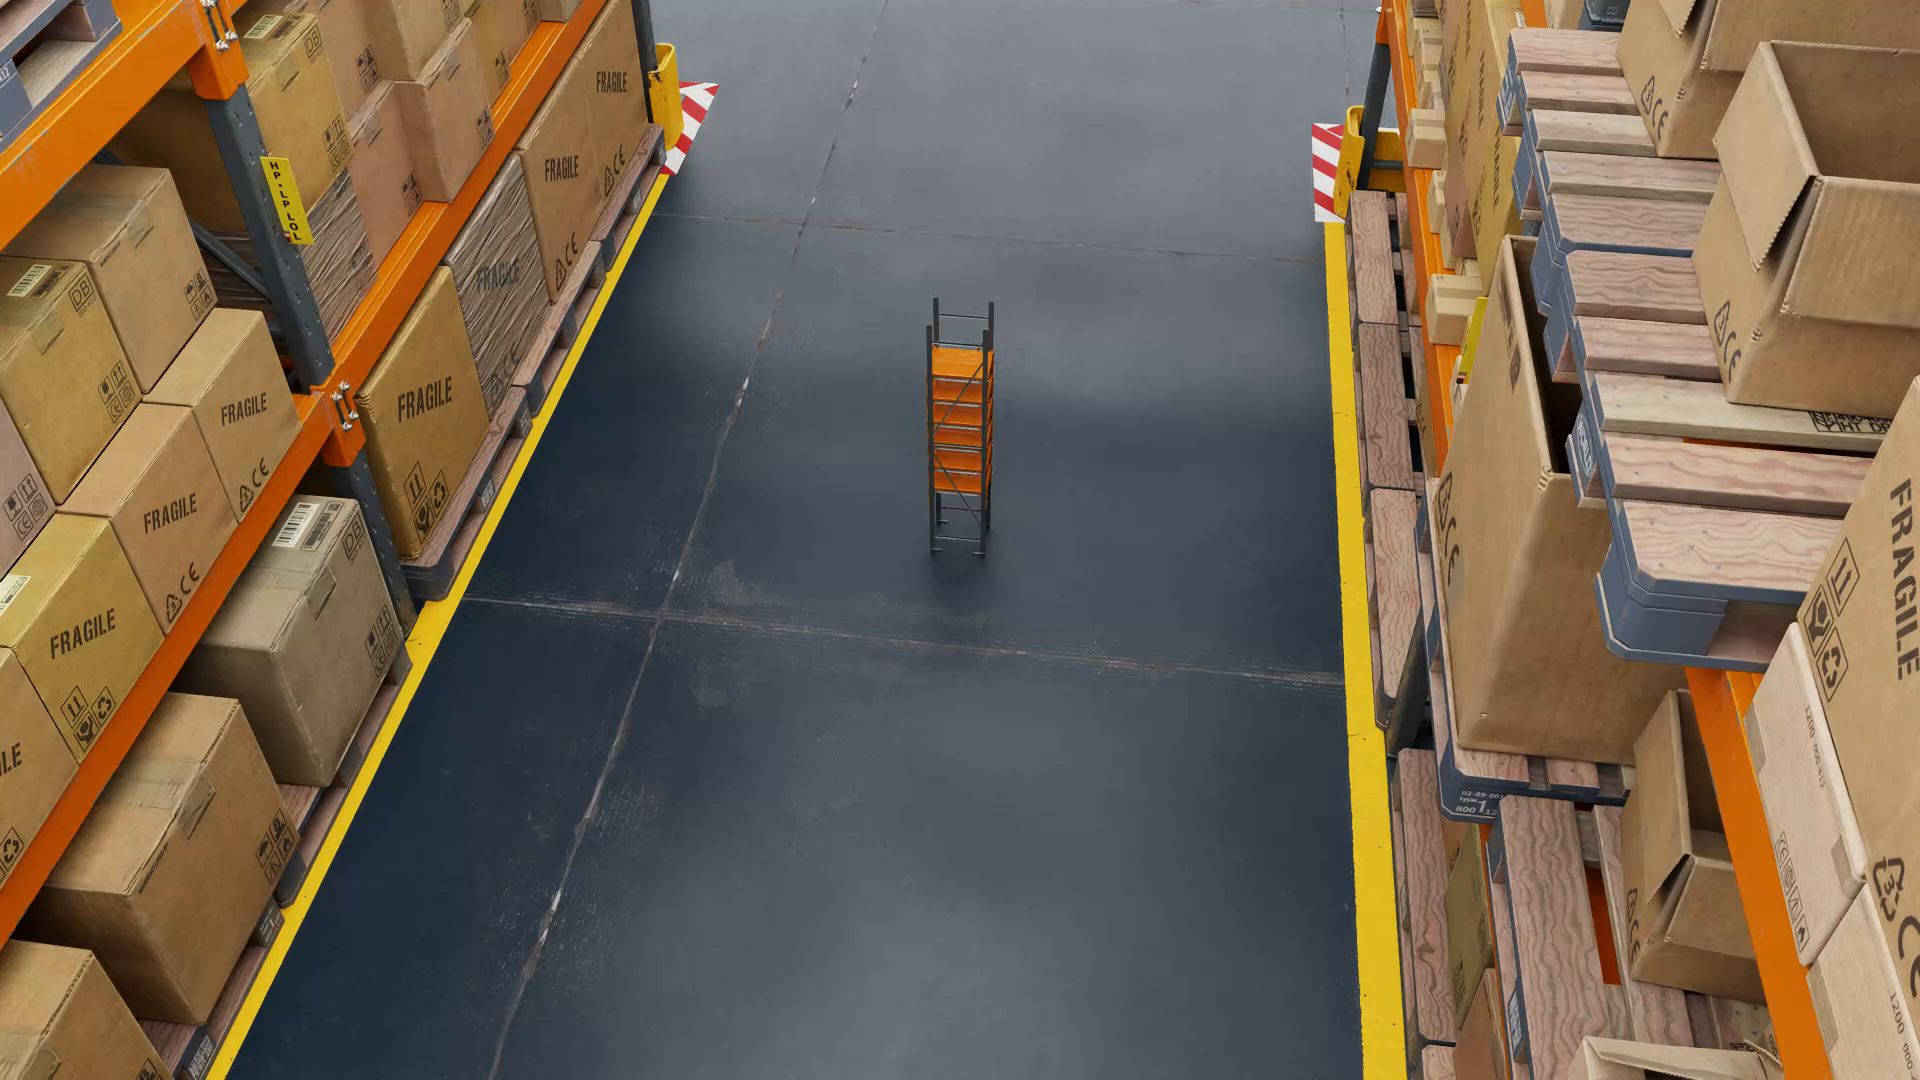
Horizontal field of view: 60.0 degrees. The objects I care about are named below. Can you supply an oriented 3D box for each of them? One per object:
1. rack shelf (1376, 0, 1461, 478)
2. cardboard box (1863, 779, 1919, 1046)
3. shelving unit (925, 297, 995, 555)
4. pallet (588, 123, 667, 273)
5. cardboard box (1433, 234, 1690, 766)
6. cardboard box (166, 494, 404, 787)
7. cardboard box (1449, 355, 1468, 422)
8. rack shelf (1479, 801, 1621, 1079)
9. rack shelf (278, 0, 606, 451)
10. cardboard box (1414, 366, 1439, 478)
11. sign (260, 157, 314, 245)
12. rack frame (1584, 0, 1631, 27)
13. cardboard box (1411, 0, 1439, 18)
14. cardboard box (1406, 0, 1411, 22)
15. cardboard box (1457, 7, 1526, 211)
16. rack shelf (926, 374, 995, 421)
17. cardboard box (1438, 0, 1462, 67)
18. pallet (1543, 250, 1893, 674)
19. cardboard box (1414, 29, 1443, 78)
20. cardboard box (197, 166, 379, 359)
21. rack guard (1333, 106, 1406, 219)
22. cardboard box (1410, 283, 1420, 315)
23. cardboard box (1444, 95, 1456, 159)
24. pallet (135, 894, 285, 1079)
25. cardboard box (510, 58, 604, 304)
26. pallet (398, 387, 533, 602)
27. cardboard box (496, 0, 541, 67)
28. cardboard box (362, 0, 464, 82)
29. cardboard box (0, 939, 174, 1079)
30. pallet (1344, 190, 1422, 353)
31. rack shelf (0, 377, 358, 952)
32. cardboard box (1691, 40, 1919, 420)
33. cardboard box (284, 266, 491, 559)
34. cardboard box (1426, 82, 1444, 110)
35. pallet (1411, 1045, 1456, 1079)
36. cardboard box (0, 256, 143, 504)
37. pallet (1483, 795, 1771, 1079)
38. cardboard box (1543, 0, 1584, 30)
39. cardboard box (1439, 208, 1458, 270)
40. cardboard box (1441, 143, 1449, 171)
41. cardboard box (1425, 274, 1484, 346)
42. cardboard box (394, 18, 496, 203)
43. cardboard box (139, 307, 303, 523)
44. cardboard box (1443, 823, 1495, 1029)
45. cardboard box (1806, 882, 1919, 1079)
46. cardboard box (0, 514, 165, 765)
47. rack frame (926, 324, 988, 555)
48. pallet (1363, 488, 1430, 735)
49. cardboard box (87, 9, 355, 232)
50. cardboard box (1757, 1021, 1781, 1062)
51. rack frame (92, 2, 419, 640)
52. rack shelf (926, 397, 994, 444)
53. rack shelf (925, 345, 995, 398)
[{"bbox_3d":[2.407,-1.349,7.039,1.077,0.370,4.000,5,44,6],"label":"rack shelf"},{"bbox_3d":[1.486,0.473,1.973,0.500,0.500,0.500,5,44,5],"label":"cardboard box"},{"bbox_3d":[0.002,-0.446,6.870,0.258,1.200,0.189,5,44,6],"label":"shelving unit"},{"bbox_3d":[-2.260,-1.929,9.156,1.003,0.211,1.213,5,44,6],"label":"pallet"},{"bbox_3d":[1.899,-0.089,4.443,1.000,1.000,1.000,6,44,6],"label":"cardboard box"},{"bbox_3d":[-2.753,0.328,6.074,1.050,0.750,0.750,5,44,5],"label":"cardboard box"},{"bbox_3d":[1.922,-0.499,5.800,0.380,0.149,0.250,5,44,6],"label":"cardboard box"},{"bbox_3d":[1.879,1.377,4.160,1.077,0.370,4.000,5,44,6],"label":"rack shelf"},{"bbox_3d":[-2.496,-1.869,7.588,1.077,0.370,4.000,5,44,6],"label":"rack shelf"},{"bbox_3d":[2.308,-0.583,7.218,0.500,0.500,0.500,2,43,2],"label":"cardboard box"},{"bbox_3d":[-2.221,-1.116,5.485,0.100,0.325,0.005,5,44,6],"label":"sign"},{"bbox_3d":[2.143,-2.426,3.289,1.000,3.000,0.127,5,44,6],"label":"rack frame"},{"bbox_3d":[2.572,-2.746,7.701,0.875,0.500,0.500,5,44,6],"label":"cardboard box"},{"bbox_3d":[2.346,-2.541,7.957,0.380,0.149,0.250,5,44,6],"label":"cardboard box"},{"bbox_3d":[1.994,-1.427,5.582,0.500,0.500,0.500,5,44,6],"label":"cardboard box"},{"bbox_3d":[0.002,-0.588,6.736,0.258,0.103,0.180,5,44,6],"label":"rack shelf"},{"bbox_3d":[2.131,-2.109,6.301,0.500,0.500,0.500,5,44,6],"label":"cardboard box"},{"bbox_3d":[1.822,-0.150,3.204,1.213,0.211,1.003,5,44,6],"label":"pallet"},{"bbox_3d":[2.285,-2.200,7.597,0.380,0.149,0.250,5,44,6],"label":"cardboard box"},{"bbox_3d":[-2.723,-1.074,6.116,0.875,0.550,0.550,5,44,6],"label":"cardboard box"},{"bbox_3d":[2.662,-2.014,9.036,1.175,0.500,0.348,5,44,6],"label":"rack guard"},{"bbox_3d":[2.528,-1.384,8.065,0.500,0.500,0.500,16,46,16],"label":"cardboard box"},{"bbox_3d":[2.438,-1.717,6.615,0.875,0.500,0.500,5,44,6],"label":"cardboard box"},{"bbox_3d":[-2.946,1.612,5.416,1.003,0.211,1.213,5,44,6],"label":"pallet"},{"bbox_3d":[-2.370,-1.806,8.238,0.875,0.875,0.875,5,44,5],"label":"cardboard box"},{"bbox_3d":[-2.582,-0.266,7.399,1.003,0.211,1.213,5,44,6],"label":"pallet"},{"bbox_3d":[-2.485,-2.544,7.668,0.875,0.550,0.550,5,44,6],"label":"cardboard box"},{"bbox_3d":[-2.512,-2.203,6.523,0.875,0.550,0.550,5,44,6],"label":"cardboard box"},{"bbox_3d":[-3.007,1.620,4.710,1.050,0.750,0.750,6,44,6],"label":"cardboard box"},{"bbox_3d":[2.519,-1.359,8.554,1.003,0.211,1.213,5,44,6],"label":"pallet"},{"bbox_3d":[-3.025,0.857,4.709,1.077,0.370,4.000,5,44,6],"label":"rack shelf"},{"bbox_3d":[1.859,-0.573,3.134,0.797,0.503,0.637,7,44,7],"label":"cardboard box"},{"bbox_3d":[-2.608,-0.570,6.933,0.875,0.875,0.875,6,44,6],"label":"cardboard box"},{"bbox_3d":[2.239,-1.857,7.235,0.380,0.149,0.250,5,44,6],"label":"cardboard box"},{"bbox_3d":[1.883,2.130,4.870,1.003,0.211,1.213,5,44,6],"label":"pallet"},{"bbox_3d":[-2.886,-0.477,4.794,0.700,0.500,0.500,5,44,5],"label":"cardboard box"},{"bbox_3d":[1.835,1.195,3.968,1.003,0.211,1.213,5,44,6],"label":"pallet"},{"bbox_3d":[1.944,-1.617,4.725,0.500,0.250,0.500,7,44,7],"label":"cardboard box"},{"bbox_3d":[2.094,-1.177,6.516,0.380,0.149,0.250,5,44,6],"label":"cardboard box"},{"bbox_3d":[2.202,-1.514,6.872,0.380,0.149,0.250,5,44,6],"label":"cardboard box"},{"bbox_3d":[1.938,-0.844,6.165,0.380,0.149,0.250,5,44,6],"label":"cardboard box"},{"bbox_3d":[-2.485,-1.808,6.891,0.875,0.550,0.550,5,44,6],"label":"cardboard box"},{"bbox_3d":[-2.564,-0.424,5.465,0.500,0.500,0.500,5,44,5],"label":"cardboard box"},{"bbox_3d":[1.959,1.240,5.279,0.700,0.500,0.500,5,44,5],"label":"cardboard box"},{"bbox_3d":[1.486,0.758,2.217,0.500,0.250,0.500,5,44,5],"label":"cardboard box"},{"bbox_3d":[-2.698,0.265,4.738,0.500,0.500,0.500,6,44,6],"label":"cardboard box"},{"bbox_3d":[-0.010,-0.383,6.804,0.240,1.200,0.006,5,44,6],"label":"rack frame"},{"bbox_3d":[2.197,0.304,6.797,1.003,0.211,1.213,5,44,6],"label":"pallet"},{"bbox_3d":[-2.677,-1.462,5.740,0.875,0.550,0.550,5,44,6],"label":"cardboard box"},{"bbox_3d":[2.064,1.259,3.564,0.500,0.250,0.500,4,44,4],"label":"cardboard box"},{"bbox_3d":[-2.760,-0.767,5.901,1.000,3.000,0.127,5,44,6],"label":"rack frame"},{"bbox_3d":[0.002,-0.500,6.818,0.258,0.103,0.180,5,44,6],"label":"rack shelf"},{"bbox_3d":[0.002,-0.675,6.653,0.258,0.103,0.180,5,44,6],"label":"rack shelf"}]
